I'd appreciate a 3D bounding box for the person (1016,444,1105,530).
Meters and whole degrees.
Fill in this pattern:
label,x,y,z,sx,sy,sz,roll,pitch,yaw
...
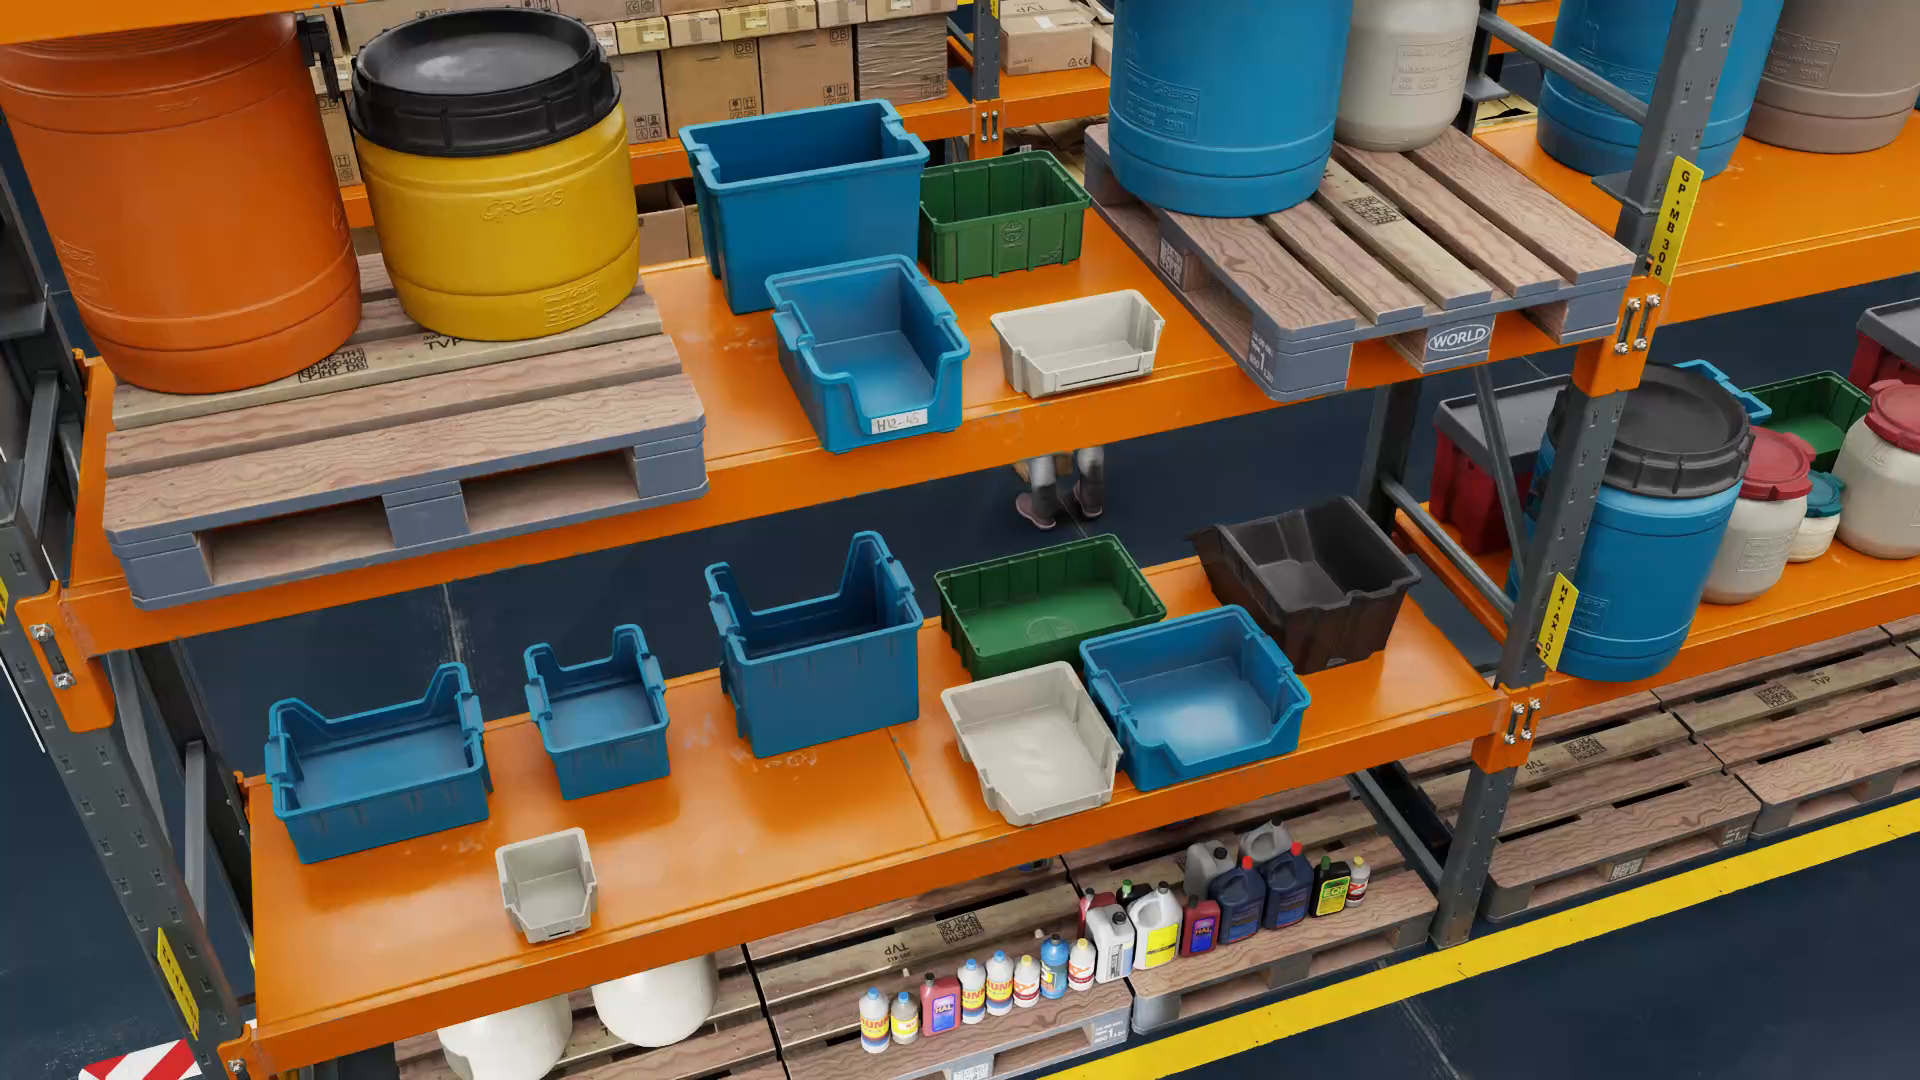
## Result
label,x,y,z,sx,sy,sz,roll,pitch,yaw
person,0.497,-0.787,7.794,0.500,1.657,0.344,-14,40,-17
